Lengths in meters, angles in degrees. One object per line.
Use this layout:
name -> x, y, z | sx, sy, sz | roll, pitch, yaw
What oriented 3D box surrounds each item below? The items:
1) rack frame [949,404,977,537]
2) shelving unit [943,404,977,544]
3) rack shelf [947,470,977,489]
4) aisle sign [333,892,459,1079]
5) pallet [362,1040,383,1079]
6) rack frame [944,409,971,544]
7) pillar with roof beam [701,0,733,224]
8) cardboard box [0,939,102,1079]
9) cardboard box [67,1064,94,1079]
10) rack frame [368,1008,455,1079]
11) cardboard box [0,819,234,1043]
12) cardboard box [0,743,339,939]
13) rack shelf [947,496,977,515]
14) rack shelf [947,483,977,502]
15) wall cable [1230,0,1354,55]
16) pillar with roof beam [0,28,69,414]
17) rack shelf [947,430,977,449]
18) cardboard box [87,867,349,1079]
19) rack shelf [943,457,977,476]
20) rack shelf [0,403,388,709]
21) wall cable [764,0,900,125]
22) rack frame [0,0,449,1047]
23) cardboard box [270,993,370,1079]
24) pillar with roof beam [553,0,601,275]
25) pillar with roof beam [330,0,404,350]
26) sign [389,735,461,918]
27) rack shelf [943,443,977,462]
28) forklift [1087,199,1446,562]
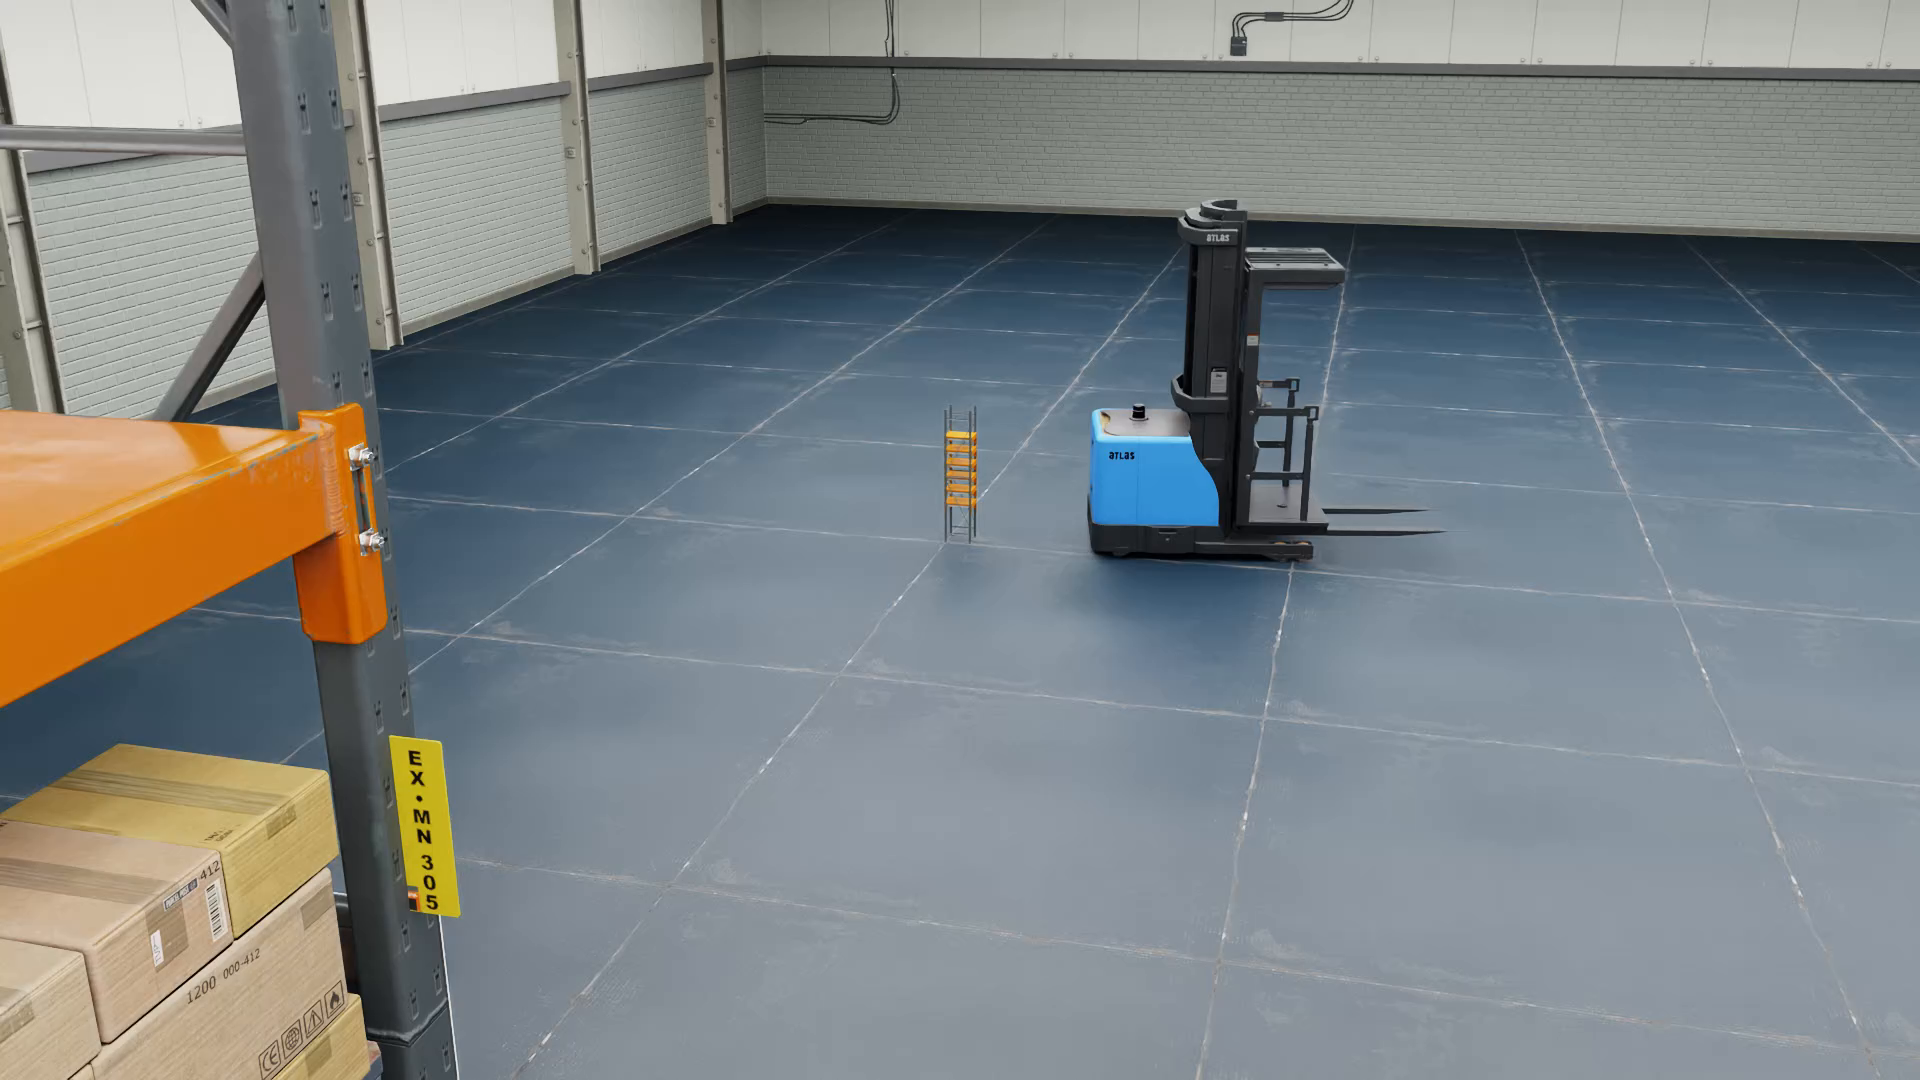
rack frame -> 0.026, -0.601, 14.591 | 0.240, 1.200, 0.006 | 5, 19, 13
shelving unit -> 0.004, -0.572, 14.507 | 0.258, 1.200, 0.189 | 5, 19, 13
rack shelf -> 0.004, -0.530, 14.521 | 0.258, 0.103, 0.180 | 5, 19, 13
aisle sign -> -1.105, 1.003, 3.090 | 0.394, 0.787, 0.004 | 5, 19, 13
pallet -> -1.585, 1.087, 2.360 | 1.003, 0.211, 1.213 | 5, 19, 13
rack frame -> -0.019, -0.544, 14.423 | 0.240, 1.200, 0.006 | 5, 19, 13
pillar with roof beam -> -0.592, -10.274, 30.844 | 9.100, 9.000, 0.400 | 5, 19, 13
cardboard box -> -1.292, 0.598, 2.005 | 0.380, 0.149, 0.250 | 5, 19, 14
cardboard box -> -1.385, 0.828, 1.949 | 0.500, 0.250, 0.500 | 5, 19, 13
rack frame -> -1.414, 2.231, 3.514 | 1.000, 3.000, 0.127 | 5, 19, 13
cardboard box -> -1.229, 0.518, 2.241 | 0.380, 0.149, 0.250 | 5, 19, 14
cardboard box -> -1.167, 0.440, 2.469 | 0.380, 0.149, 0.250 | 5, 19, 14
rack shelf -> 0.004, -0.303, 14.599 | 0.258, 0.103, 0.180 | 5, 19, 13
rack shelf -> 0.004, -0.417, 14.560 | 0.258, 0.103, 0.180 | 5, 19, 13
wall cable -> 6.437, -12.287, 31.477 | 2.305, 6.003, 0.169 | 5, 19, 13
pillar with roof beam -> -4.990, -4.632, 14.326 | 9.100, 9.000, 0.400 | 5, 19, 13
rack shelf -> 0.004, -0.871, 14.405 | 0.258, 0.103, 0.180 | 5, 19, 13
cardboard box -> -1.262, 0.672, 2.408 | 0.500, 0.250, 0.500 | 5, 19, 14
rack shelf -> 0.004, -0.644, 14.482 | 0.258, 0.103, 0.180 | 5, 19, 13
rack shelf -> -1.902, 0.549, 0.890 | 1.077, 0.370, 4.000 | 5, 19, 13
wall cable -> -2.765, -9.963, 34.739 | 3.097, 2.526, 0.112 | 5, 19, 13
rack frame -> -1.414, -0.608, 2.544 | 1.000, 3.000, 0.127 | 5, 19, 13
cardboard box -> -1.166, 0.816, 2.602 | 0.380, 0.149, 0.250 | 5, 19, 13
pillar with roof beam -> -2.058, -8.393, 25.338 | 9.100, 9.000, 0.400 | 5, 19, 13
pillar with roof beam -> -3.524, -6.512, 19.832 | 9.100, 9.000, 0.400 | 5, 19, 13
sign -> -0.891, 0.478, 2.761 | 0.100, 0.325, 0.005 | 5, 19, 13
rack shelf -> 0.004, -0.757, 14.444 | 0.258, 0.103, 0.180 | 5, 19, 13
forklift -> 2.655, -1.375, 14.178 | 3.031, 2.935, 1.130 | 1, 19, 2
